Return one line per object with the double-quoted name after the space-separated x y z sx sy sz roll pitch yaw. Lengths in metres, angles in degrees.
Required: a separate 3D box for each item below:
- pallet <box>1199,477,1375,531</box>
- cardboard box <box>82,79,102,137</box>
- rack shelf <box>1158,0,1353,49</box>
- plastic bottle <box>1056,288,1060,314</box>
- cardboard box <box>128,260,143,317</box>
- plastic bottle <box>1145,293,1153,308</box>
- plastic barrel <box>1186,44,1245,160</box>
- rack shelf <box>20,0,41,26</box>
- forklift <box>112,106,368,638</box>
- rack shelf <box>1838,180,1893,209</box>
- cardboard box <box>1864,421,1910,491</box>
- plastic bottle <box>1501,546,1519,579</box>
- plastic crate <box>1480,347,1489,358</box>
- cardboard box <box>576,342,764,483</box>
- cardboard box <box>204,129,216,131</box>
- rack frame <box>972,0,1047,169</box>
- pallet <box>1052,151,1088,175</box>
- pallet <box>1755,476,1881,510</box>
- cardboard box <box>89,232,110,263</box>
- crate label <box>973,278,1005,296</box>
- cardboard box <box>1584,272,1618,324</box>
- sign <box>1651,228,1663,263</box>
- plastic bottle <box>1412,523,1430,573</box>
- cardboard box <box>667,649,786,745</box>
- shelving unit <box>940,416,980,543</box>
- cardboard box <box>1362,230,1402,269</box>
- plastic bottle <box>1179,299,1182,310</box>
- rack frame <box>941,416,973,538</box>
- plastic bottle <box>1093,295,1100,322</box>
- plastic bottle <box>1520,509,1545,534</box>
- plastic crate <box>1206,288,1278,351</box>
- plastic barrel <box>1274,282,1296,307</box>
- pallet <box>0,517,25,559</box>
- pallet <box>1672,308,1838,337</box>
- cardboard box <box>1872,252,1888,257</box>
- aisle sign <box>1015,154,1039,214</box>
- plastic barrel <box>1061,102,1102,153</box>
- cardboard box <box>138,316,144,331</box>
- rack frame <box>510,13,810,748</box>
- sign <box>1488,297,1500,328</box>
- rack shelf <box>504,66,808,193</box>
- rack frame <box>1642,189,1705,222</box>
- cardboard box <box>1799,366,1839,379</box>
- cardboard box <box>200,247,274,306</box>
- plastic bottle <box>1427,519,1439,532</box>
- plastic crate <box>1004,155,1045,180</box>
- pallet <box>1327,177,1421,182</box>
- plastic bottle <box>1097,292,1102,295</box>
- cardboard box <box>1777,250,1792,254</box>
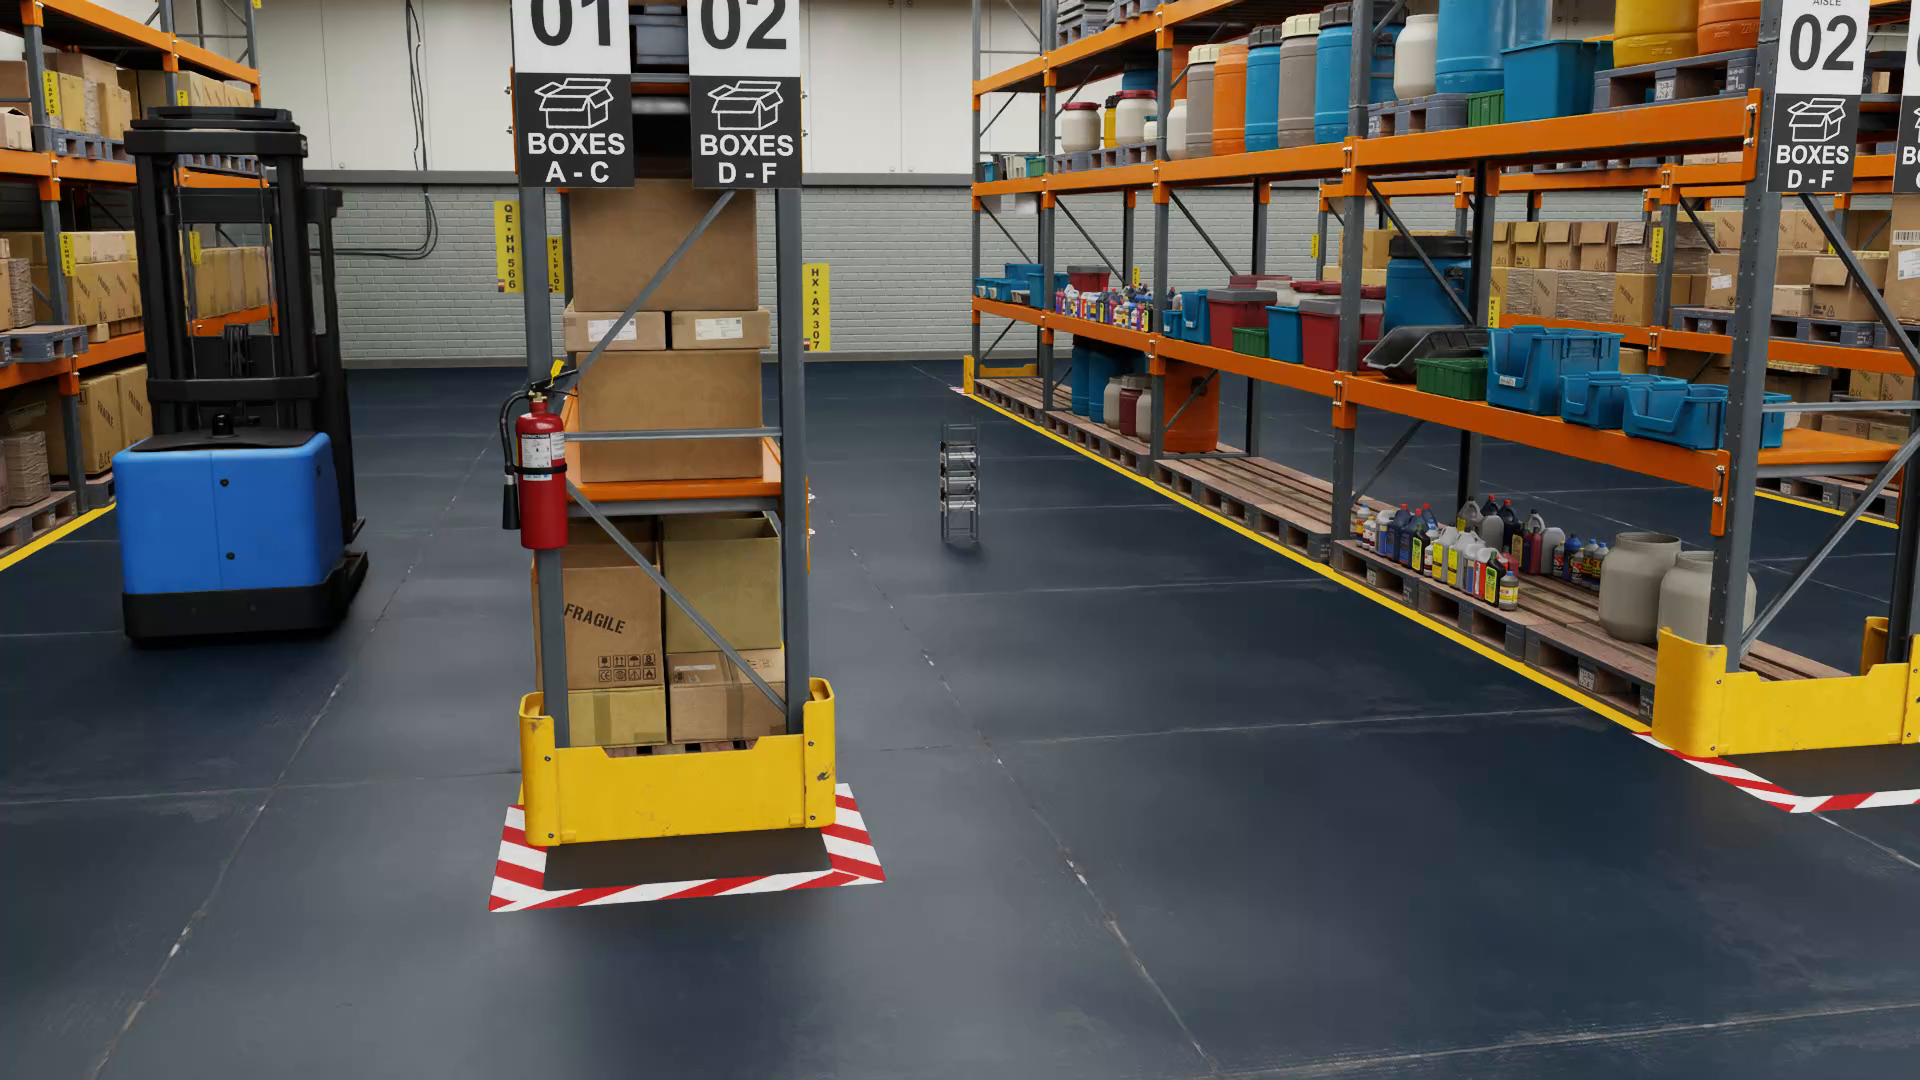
2.567 -0.297 13.191 1.003 0.211 1.213 -2 11 -11 "pallet"
-8.006 -3.786 14.600 0.700 0.500 0.500 -2 11 -11 "cardboard box"
2.610 -4.064 12.474 1.077 0.370 4.000 -2 11 -11 "rack shelf"
1.095 -2.627 18.288 0.061 0.283 0.133 -2 11 -11 "plastic bottle"
-7.638 -2.259 14.928 0.500 0.500 0.500 -2 11 -9 "cardboard box"
1.958 -2.409 17.173 0.097 0.271 0.097 0 11 0 "plastic bottle"
2.167 -3.595 13.697 0.600 0.901 0.600 0 11 0 "plastic barrel"
-7.108 -3.704 10.581 1.077 0.370 4.000 -2 11 -11 "rack shelf"
-4.385 -1.133 10.312 1.130 2.935 3.031 -3 11 -13 "forklift"
11.575 -3.862 18.368 1.077 0.370 4.000 -2 11 -11 "rack shelf"
7.684 -0.670 13.201 0.700 0.500 0.500 -2 11 -11 "cardboard box"
3.071 0.180 9.317 0.061 0.283 0.133 -2 11 -11 "plastic bottle"
3.480 -1.034 10.003 0.499 0.251 0.616 -2 11 -11 "plastic crate"
-1.161 -0.522 6.649 0.700 0.500 0.500 -2 11 -11 "cardboard box"
-8.236 -4.292 17.714 0.500 0.250 0.500 -2 11 -12 "cardboard box"
0.665 -6.448 22.006 1.000 3.000 0.127 -2 11 -11 "rack frame"
1.691 -4.008 17.713 1.213 0.211 1.003 -2 11 -11 "pallet"
7.463 -0.477 14.138 1.003 0.211 1.213 -2 11 -11 "pallet"
-7.438 -2.438 13.860 0.500 0.250 0.500 -2 11 -12 "cardboard box"
0.390 -3.391 22.276 0.416 0.233 0.303 -2 11 -11 "crate label"
6.649 -2.436 16.704 0.500 0.500 0.500 -2 11 -12 "cardboard box"
6.535 -2.762 15.586 0.100 0.325 0.005 -2 11 -11 "sign"
2.776 0.048 10.010 0.061 0.283 0.133 -2 11 -8 "plastic bottle"
-0.969 0.651 6.983 0.500 0.250 0.500 -2 11 -11 "cardboard box"
-0.002 -0.444 12.120 0.258 0.900 0.210 -2 11 -11 "shelving unit"
5.555 -3.837 21.935 0.500 0.500 0.500 -2 11 -13 "cardboard box"
2.233 -2.295 16.578 0.097 0.271 0.097 0 11 0 "plastic bottle"
-0.021 -0.462 12.218 0.240 0.900 0.006 -2 11 -11 "rack frame"
1.399 -2.353 16.879 0.097 0.271 0.097 0 11 0 "plastic bottle"
3.507 -0.013 10.148 0.144 0.351 0.185 -2 11 -11 "plastic bottle"
2.235 -1.757 13.236 0.402 0.464 0.583 -2 11 -11 "plastic crate"
2.712 -1.830 13.491 0.421 0.512 0.421 0 11 0 "plastic barrel"
-7.113 0.063 11.299 1.003 0.211 1.213 -2 11 -11 "pallet"
7.322 -1.992 15.156 1.213 0.211 1.003 -2 11 -11 "pallet"
10.919 -3.297 19.455 0.380 0.149 0.250 -2 11 -11 "cardboard box"
0.938 -4.802 22.449 0.394 0.787 0.004 -2 11 -11 "aisle sign"
1.299 -4.408 17.824 0.433 0.535 0.433 0 11 0 "plastic barrel"
-7.728 -2.007 15.337 0.380 0.149 0.250 -2 11 -13 "cardboard box"
-1.083 -0.387 6.206 1.000 3.000 0.127 -2 11 -11 "rack frame"
3.540 -1.454 11.072 0.100 0.325 0.005 -2 11 -11 "sign"
-1.472 -1.874 7.920 1.077 0.370 4.000 -2 11 -11 "rack shelf"
10.408 -3.843 24.363 1.000 3.000 0.127 -2 11 -11 "rack frame"
10.813 -2.107 20.951 0.380 0.149 0.250 -2 11 -10 "cardboard box"
-8.944 -3.195 20.156 0.980 0.700 0.700 -2 11 -8 "cardboard box"
2.895 0.010 10.243 0.097 0.271 0.097 0 11 0 "plastic bottle"
0.793 -4.498 20.102 0.437 0.282 0.530 -2 11 -11 "plastic crate"
5.678 -4.975 22.528 1.003 0.211 1.213 -2 11 -11 "pallet"
1.488 -2.443 17.342 0.152 0.276 0.135 -2 11 -11 "plastic bottle"
10.715 -3.478 21.384 0.500 0.500 0.500 -2 11 -13 "cardboard box"
